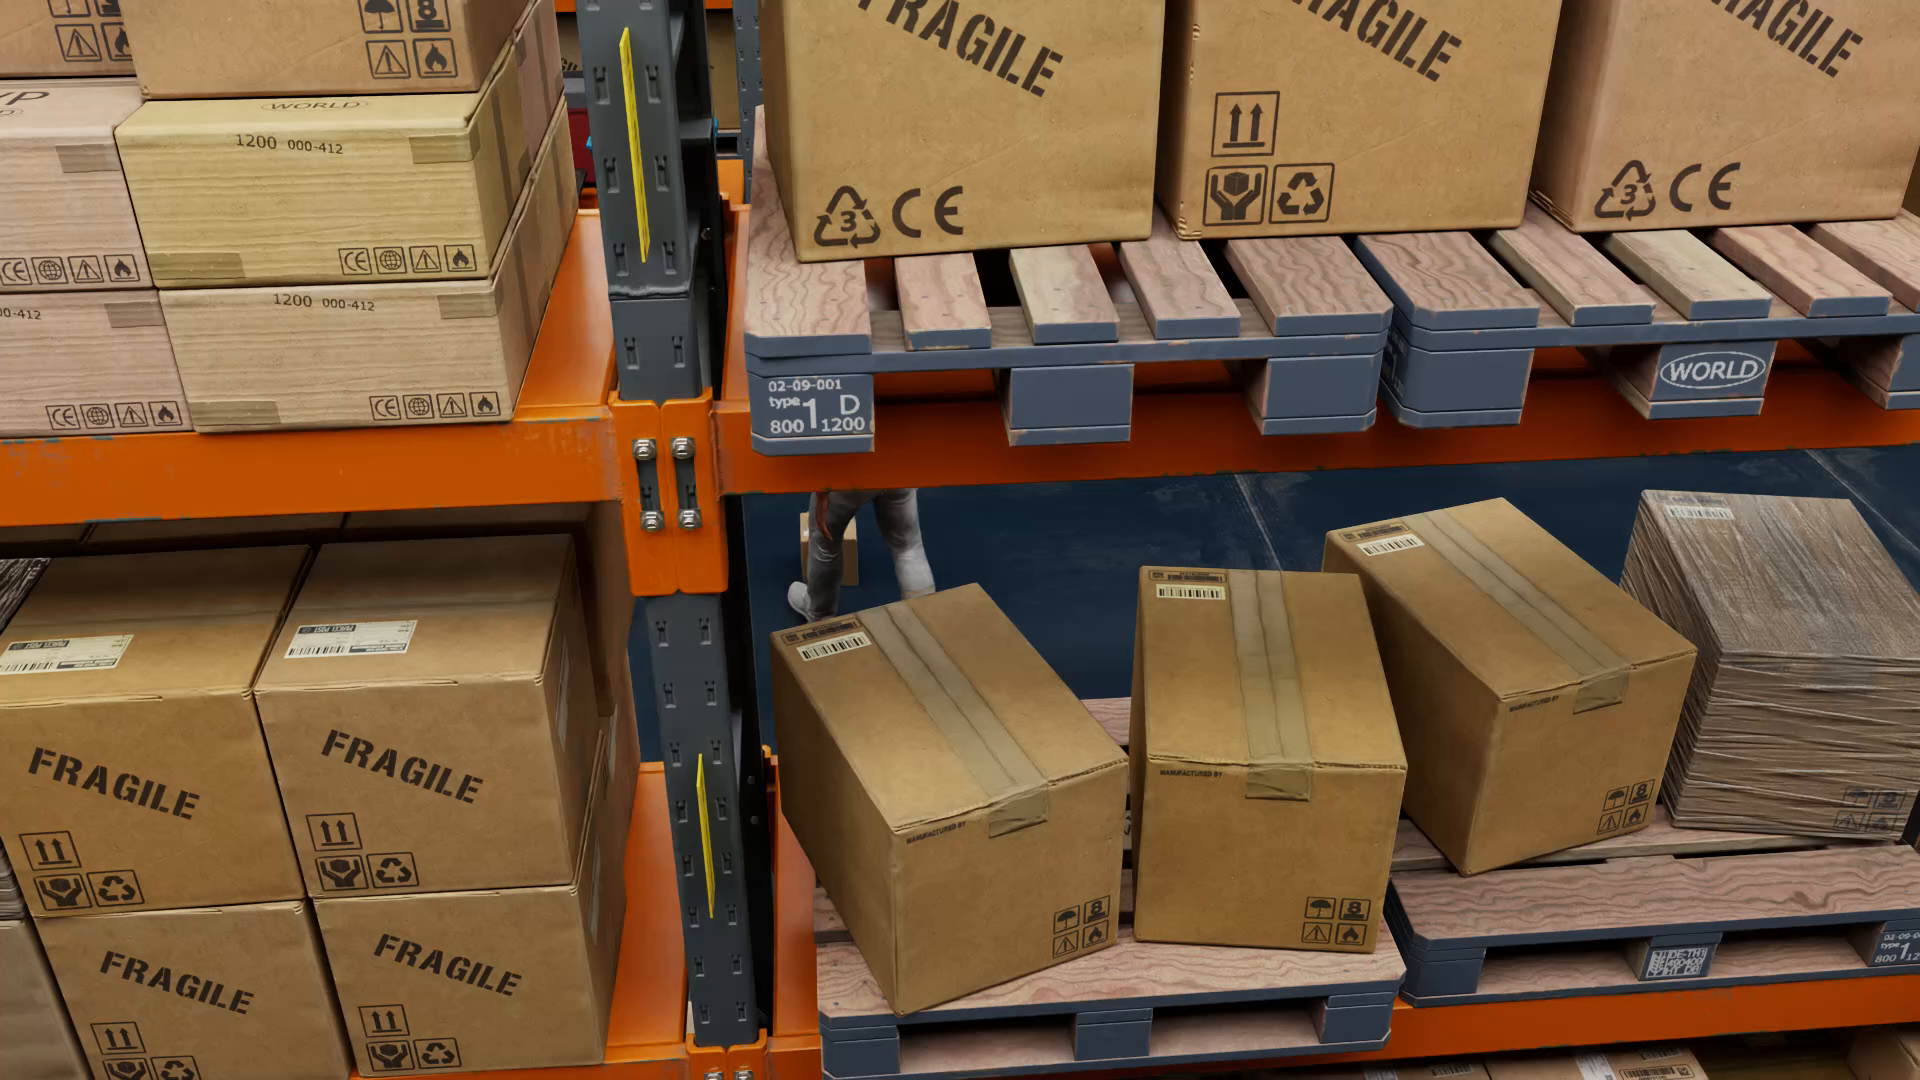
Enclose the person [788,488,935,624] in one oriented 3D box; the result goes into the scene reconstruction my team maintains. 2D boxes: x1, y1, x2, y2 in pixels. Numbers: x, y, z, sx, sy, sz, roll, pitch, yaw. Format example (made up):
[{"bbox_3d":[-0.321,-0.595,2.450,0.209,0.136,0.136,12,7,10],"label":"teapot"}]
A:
[{"bbox_3d":[-0.374,-0.312,6.639,0.598,1.734,0.943,-16,35,-25],"label":"person"}]
